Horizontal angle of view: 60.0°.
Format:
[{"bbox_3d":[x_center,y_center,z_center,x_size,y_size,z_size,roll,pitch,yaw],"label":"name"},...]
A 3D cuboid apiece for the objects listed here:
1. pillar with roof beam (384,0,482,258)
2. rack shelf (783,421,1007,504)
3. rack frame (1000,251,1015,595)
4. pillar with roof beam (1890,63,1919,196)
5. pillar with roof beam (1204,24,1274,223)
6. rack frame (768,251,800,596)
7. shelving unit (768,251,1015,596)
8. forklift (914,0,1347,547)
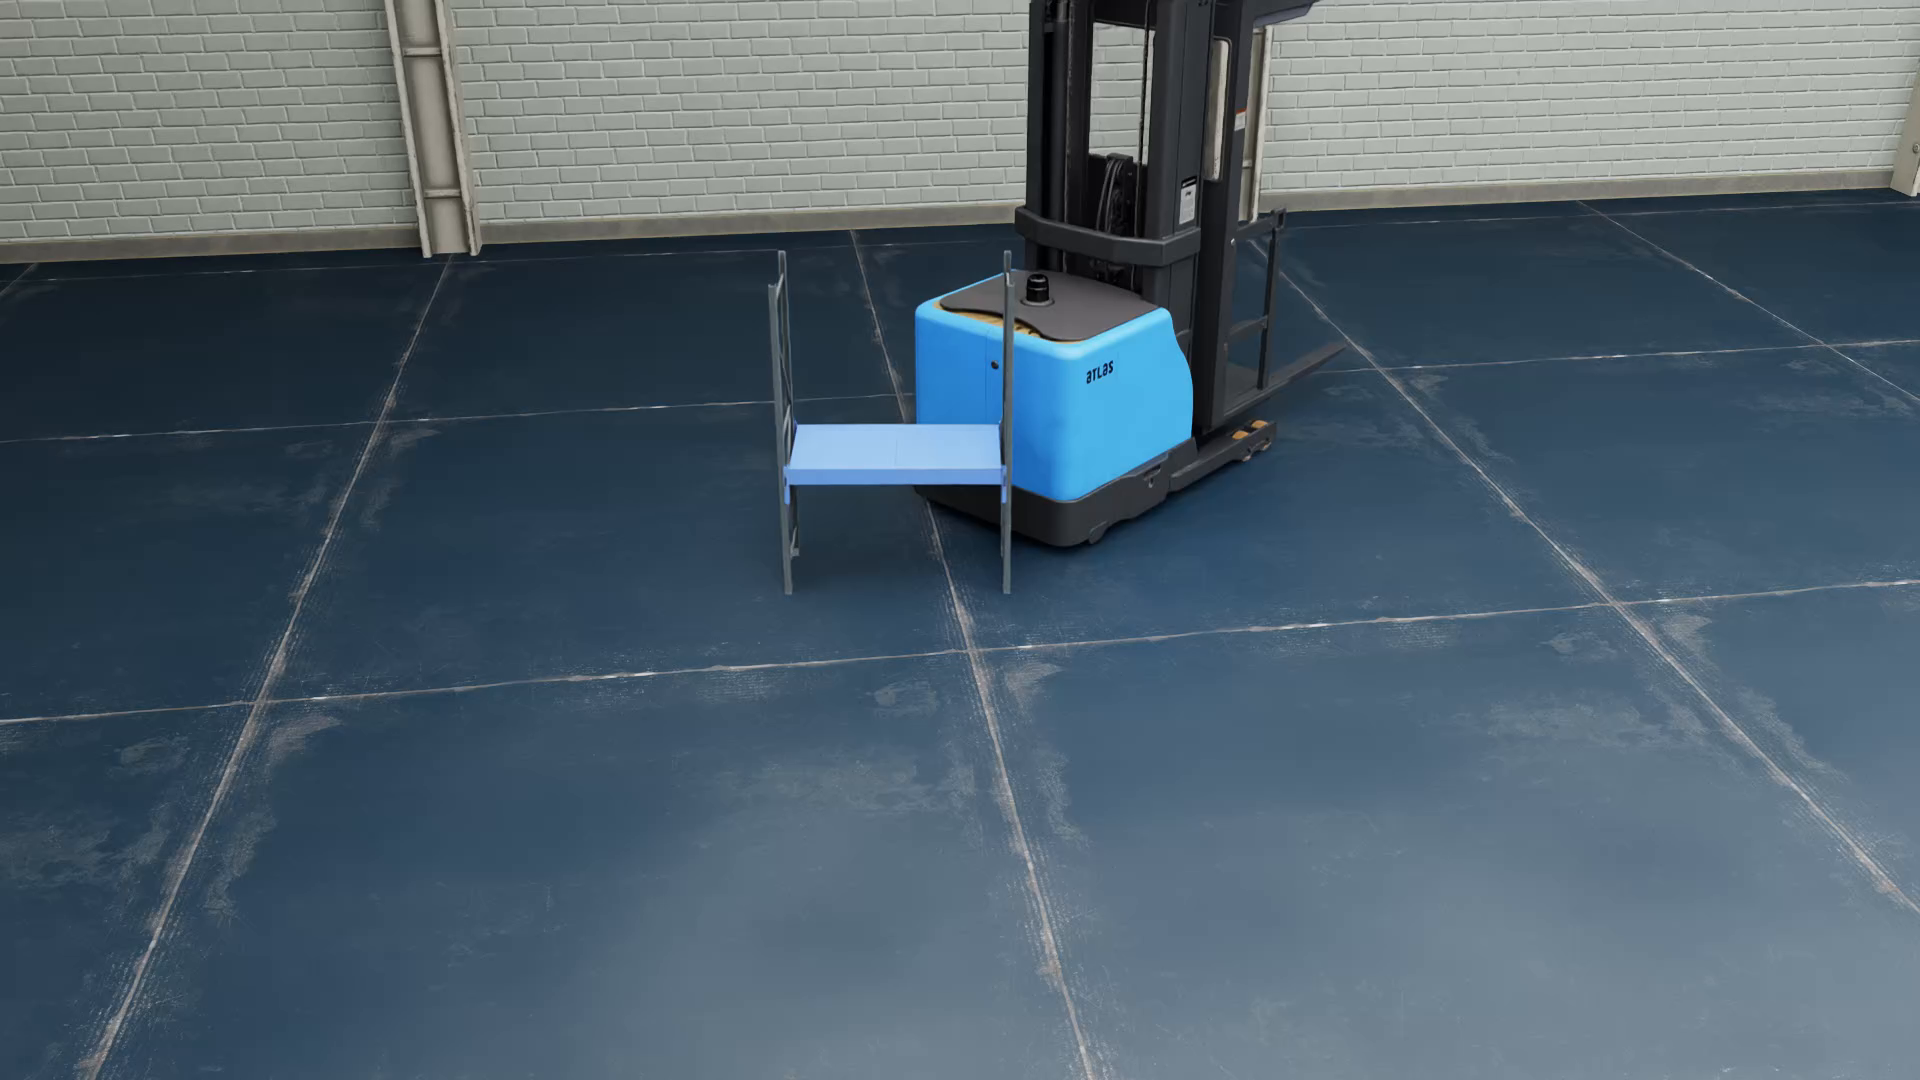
[{"bbox_3d":[-3.209,-4.235,6.646,0.400,9.000,9.100,-4,27,-7],"label":"pillar with roof beam"},{"bbox_3d":[-0.293,-0.363,7.709,1.000,0.185,0.538,0,27,0],"label":"rack shelf"},{"bbox_3d":[0.215,-0.525,7.630,0.032,1.500,0.500,0,27,0],"label":"rack frame"},{"bbox_3d":[8.674,-4.998,8.133,0.400,9.000,9.100,-4,27,-7],"label":"pillar with roof beam"},{"bbox_3d":[2.733,-4.616,7.390,0.400,9.000,9.100,-4,27,-7],"label":"pillar with roof beam"},{"bbox_3d":[-0.801,-0.522,7.625,0.032,1.500,0.500,0,27,0],"label":"rack frame"},{"bbox_3d":[-0.293,-0.523,7.627,1.048,1.500,0.538,0,27,0],"label":"shelving unit"},{"bbox_3d":[1.104,-1.867,8.678,1.130,2.935,3.031,21,34,35],"label":"forklift"}]
